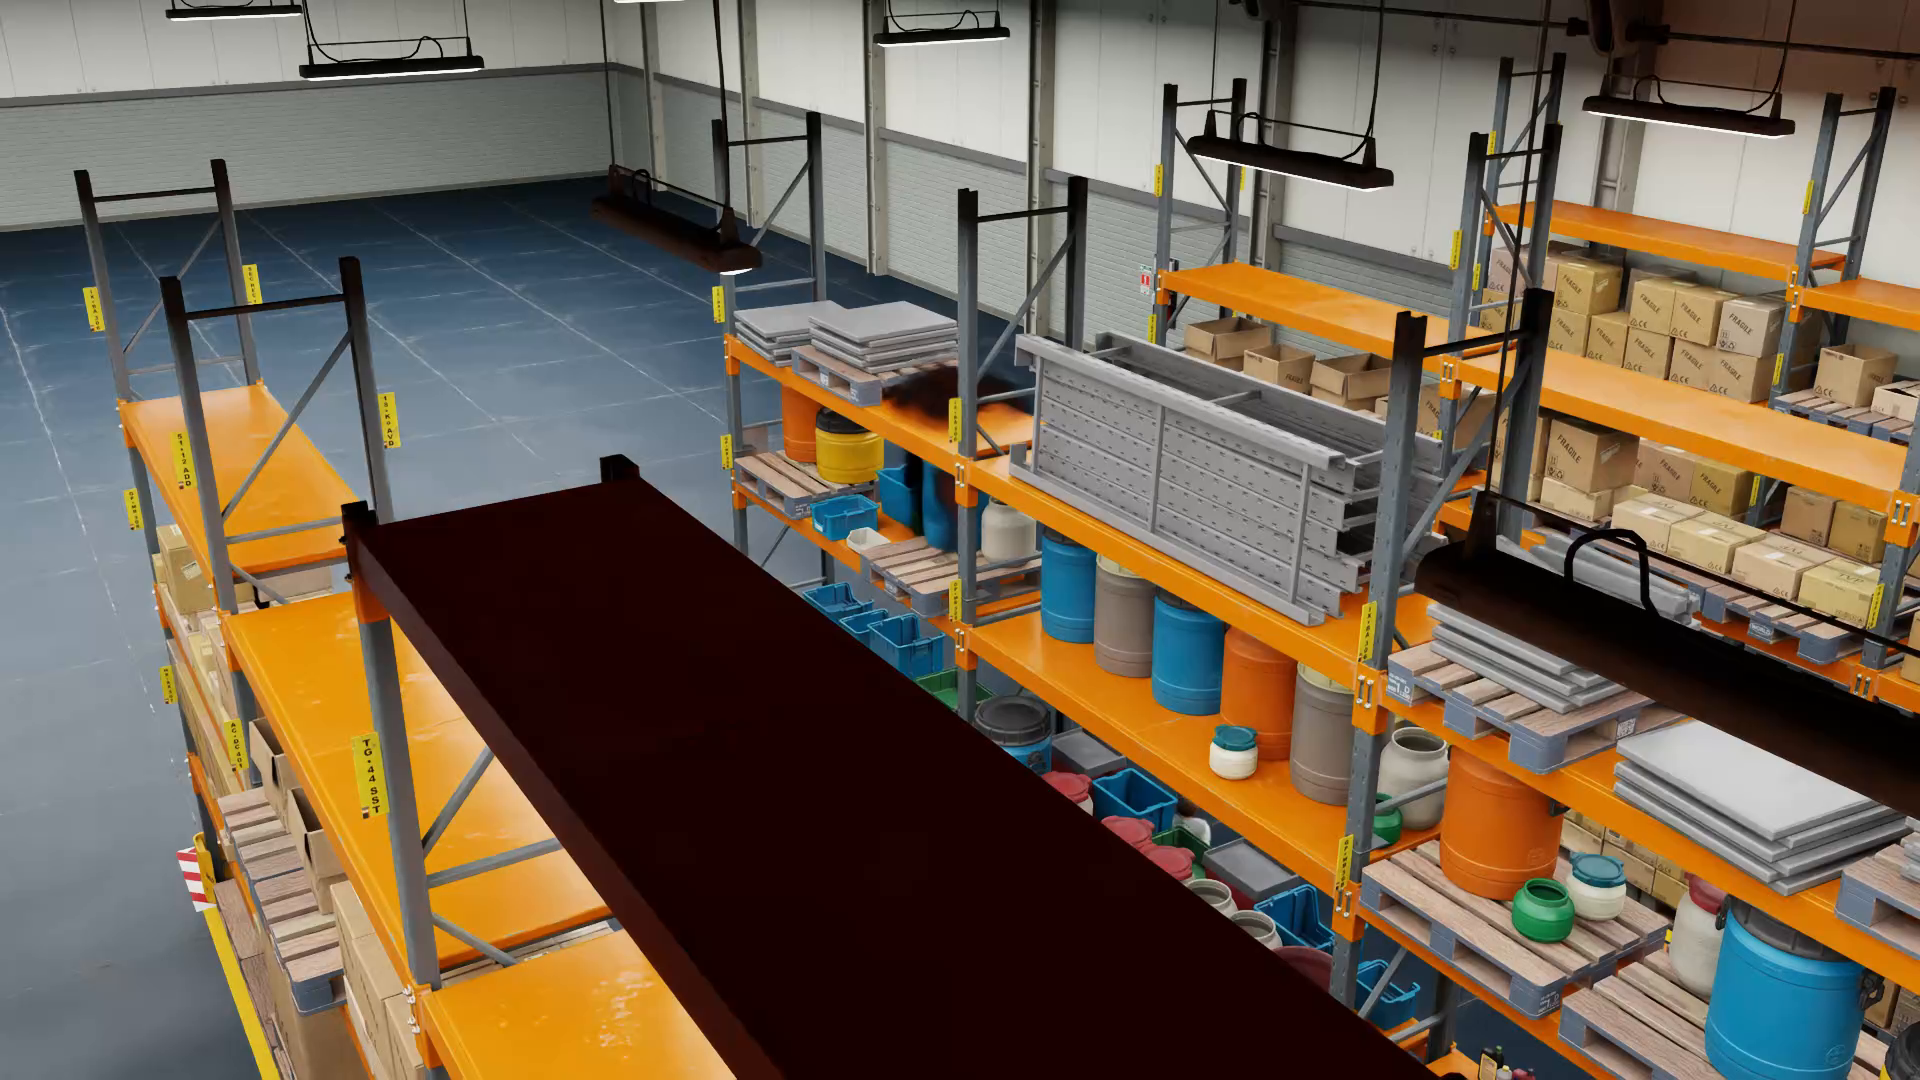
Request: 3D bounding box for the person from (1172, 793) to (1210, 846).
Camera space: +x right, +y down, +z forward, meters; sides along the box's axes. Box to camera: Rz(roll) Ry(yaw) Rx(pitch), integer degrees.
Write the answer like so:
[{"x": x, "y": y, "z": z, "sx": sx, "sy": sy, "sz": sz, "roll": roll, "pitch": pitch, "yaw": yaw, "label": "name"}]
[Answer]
[{"x": 1.701, "y": 2.607, "z": 12.707, "sx": 0.442, "sy": 1.598, "sz": 0.359, "roll": 8, "pitch": 23, "yaw": 19, "label": "person"}]
